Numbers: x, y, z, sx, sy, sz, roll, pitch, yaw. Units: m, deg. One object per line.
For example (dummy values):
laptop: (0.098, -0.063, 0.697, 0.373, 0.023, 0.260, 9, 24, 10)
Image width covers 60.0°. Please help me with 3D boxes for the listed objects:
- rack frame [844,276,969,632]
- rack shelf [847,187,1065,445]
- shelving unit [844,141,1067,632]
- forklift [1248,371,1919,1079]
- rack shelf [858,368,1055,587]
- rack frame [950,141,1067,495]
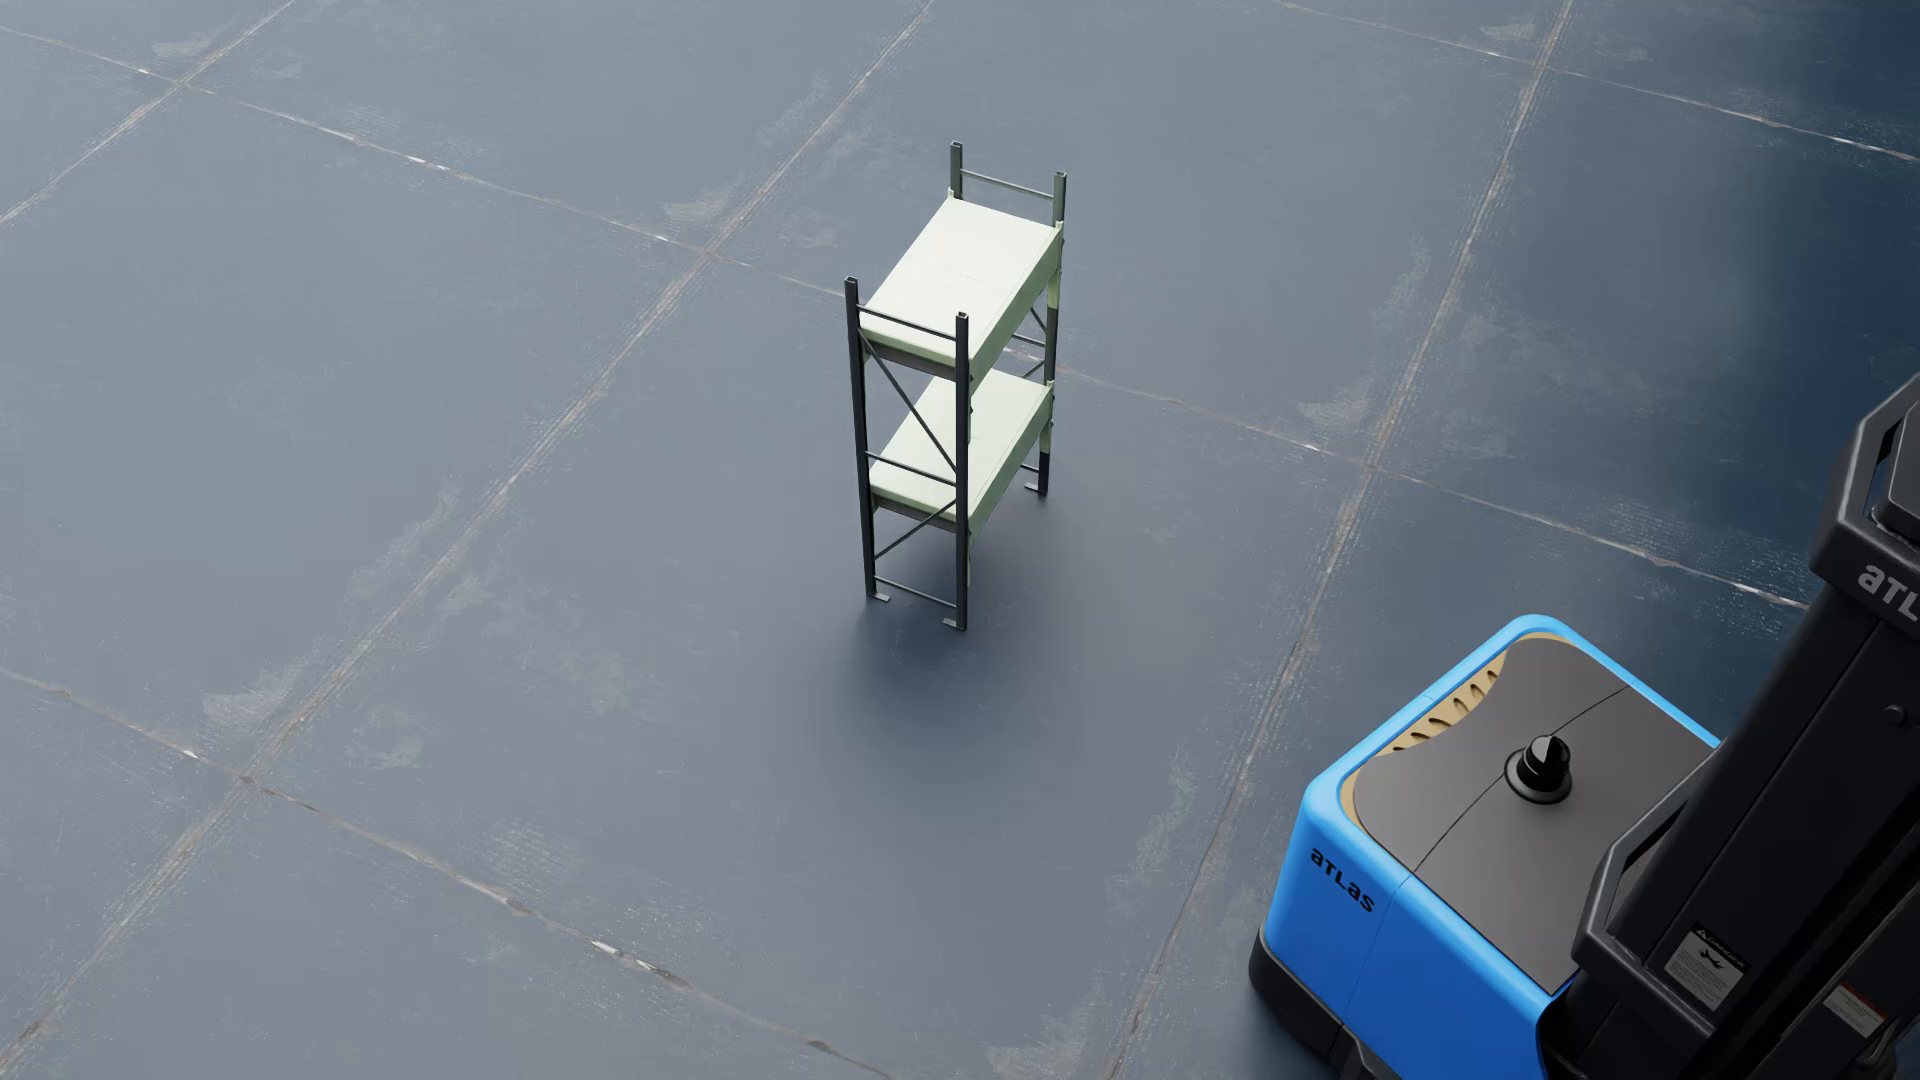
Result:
rack frame: (-0.159, -0.229, 5.460, 0.400, 1.500, 0.023, 20, 52, 16)
rack shelf: (-0.003, -0.734, 5.378, 0.431, 0.370, 0.720, 20, 52, 16)
shelving unit: (-0.003, -0.481, 5.675, 0.431, 1.500, 0.755, 20, 52, 16)
forklift: (2.200, 1.030, 3.449, 1.130, 2.935, 3.031, -32, 57, -24)
rack shelf: (-0.003, -0.270, 5.923, 0.431, 0.370, 0.720, 20, 52, 16)
rack frame: (0.154, -0.733, 5.889, 0.400, 1.500, 0.023, 20, 52, 16)
